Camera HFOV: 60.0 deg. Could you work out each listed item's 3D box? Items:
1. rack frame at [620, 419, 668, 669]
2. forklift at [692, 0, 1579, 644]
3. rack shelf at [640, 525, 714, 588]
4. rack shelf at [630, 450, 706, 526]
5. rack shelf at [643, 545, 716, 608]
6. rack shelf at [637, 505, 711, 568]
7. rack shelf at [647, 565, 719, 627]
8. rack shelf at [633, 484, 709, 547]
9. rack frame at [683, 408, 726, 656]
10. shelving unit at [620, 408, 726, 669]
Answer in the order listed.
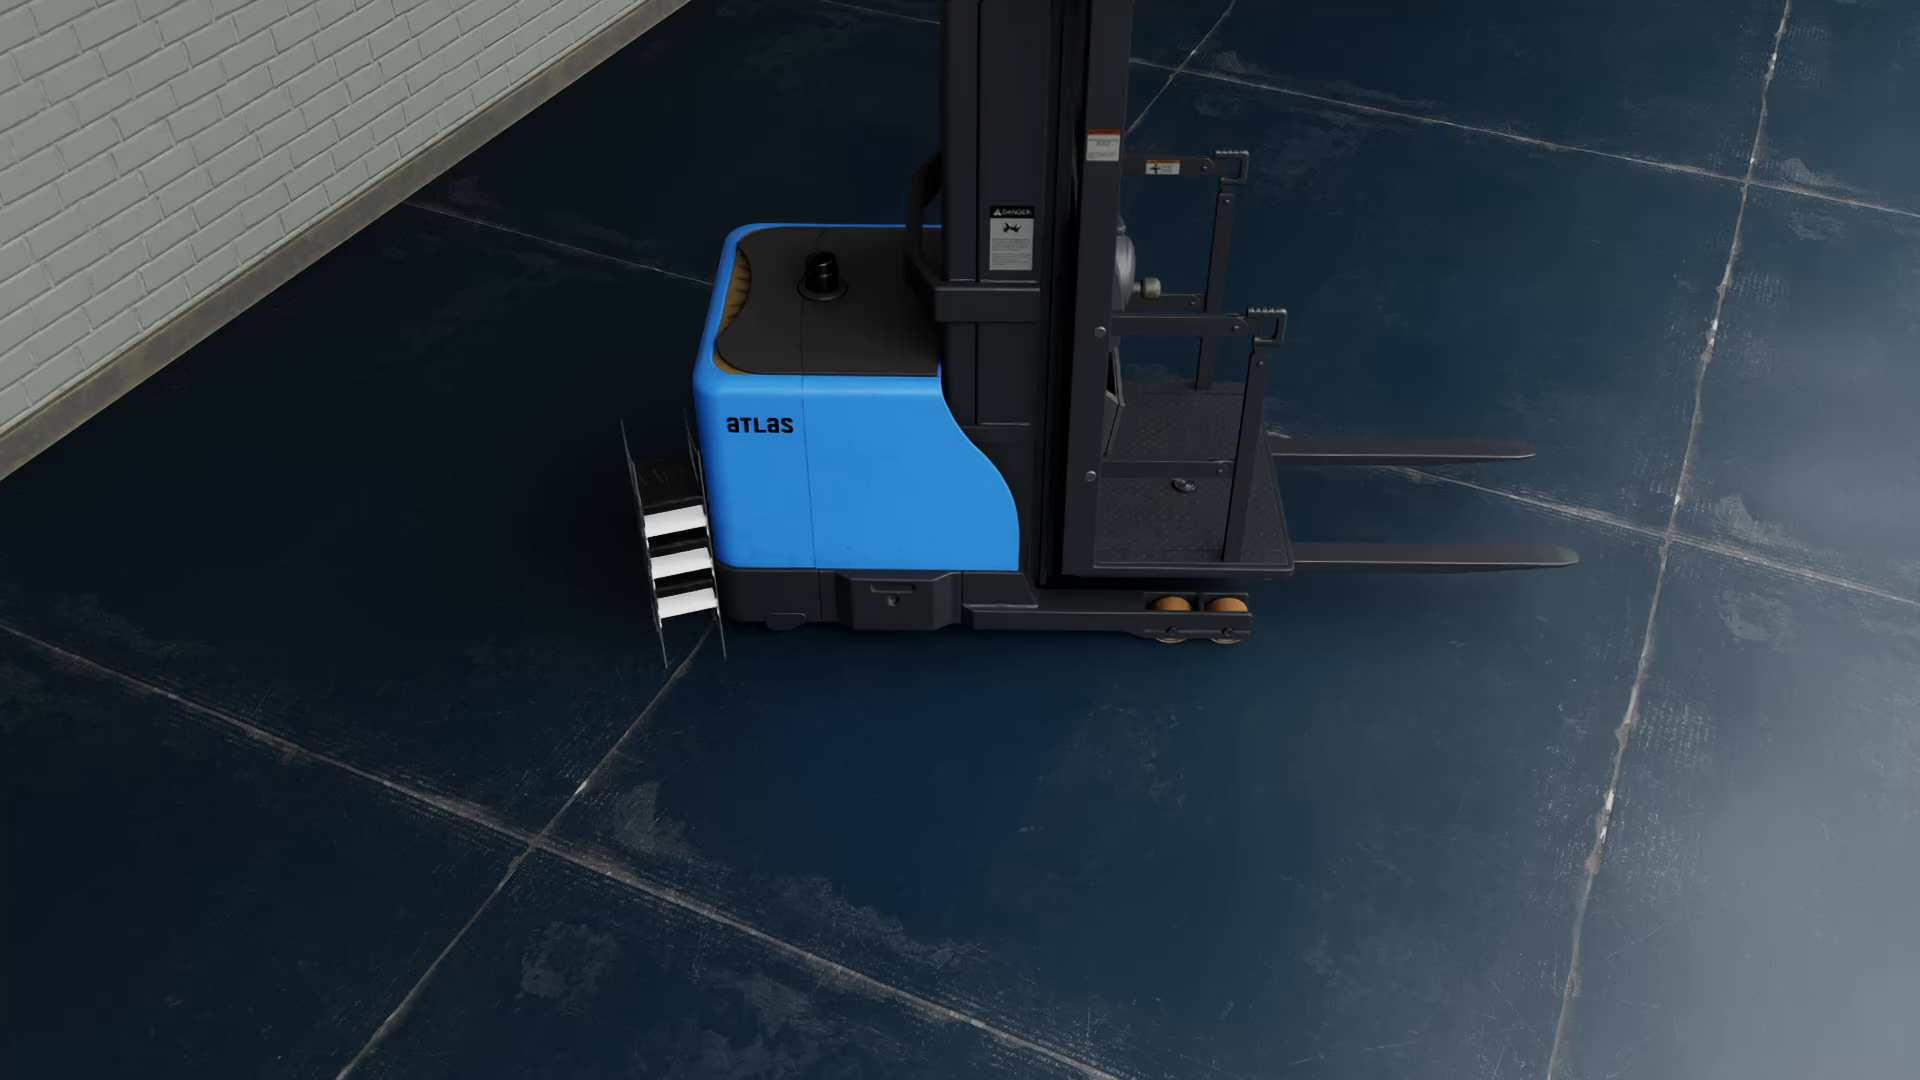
[{"bbox_3d":[-1.048,0.029,5.530,0.006,0.900,0.240,-12,42,-13],"label":"rack frame"},{"bbox_3d":[0.660,-1.097,5.278,3.031,2.935,1.130,1,41,1],"label":"forklift"},{"bbox_3d":[-0.951,0.034,5.575,0.200,0.077,0.258,-12,42,-13],"label":"rack shelf"},{"bbox_3d":[-0.951,-0.170,5.398,0.200,0.077,0.258,-12,42,-13],"label":"rack shelf"},{"bbox_3d":[-0.951,0.102,5.634,0.200,0.077,0.258,-12,42,-13],"label":"rack shelf"},{"bbox_3d":[-0.951,-0.034,5.516,0.200,0.077,0.258,-12,42,-13],"label":"rack shelf"},{"bbox_3d":[-0.951,0.170,5.693,0.200,0.077,0.258,-12,42,-13],"label":"rack shelf"},{"bbox_3d":[-0.951,-0.102,5.457,0.200,0.077,0.258,-12,42,-13],"label":"rack shelf"},{"bbox_3d":[-0.854,-0.012,5.576,0.006,0.900,0.240,-12,42,-13],"label":"rack frame"},{"bbox_3d":[-0.951,0.008,5.553,0.210,0.900,0.258,-12,42,-13],"label":"shelving unit"}]
